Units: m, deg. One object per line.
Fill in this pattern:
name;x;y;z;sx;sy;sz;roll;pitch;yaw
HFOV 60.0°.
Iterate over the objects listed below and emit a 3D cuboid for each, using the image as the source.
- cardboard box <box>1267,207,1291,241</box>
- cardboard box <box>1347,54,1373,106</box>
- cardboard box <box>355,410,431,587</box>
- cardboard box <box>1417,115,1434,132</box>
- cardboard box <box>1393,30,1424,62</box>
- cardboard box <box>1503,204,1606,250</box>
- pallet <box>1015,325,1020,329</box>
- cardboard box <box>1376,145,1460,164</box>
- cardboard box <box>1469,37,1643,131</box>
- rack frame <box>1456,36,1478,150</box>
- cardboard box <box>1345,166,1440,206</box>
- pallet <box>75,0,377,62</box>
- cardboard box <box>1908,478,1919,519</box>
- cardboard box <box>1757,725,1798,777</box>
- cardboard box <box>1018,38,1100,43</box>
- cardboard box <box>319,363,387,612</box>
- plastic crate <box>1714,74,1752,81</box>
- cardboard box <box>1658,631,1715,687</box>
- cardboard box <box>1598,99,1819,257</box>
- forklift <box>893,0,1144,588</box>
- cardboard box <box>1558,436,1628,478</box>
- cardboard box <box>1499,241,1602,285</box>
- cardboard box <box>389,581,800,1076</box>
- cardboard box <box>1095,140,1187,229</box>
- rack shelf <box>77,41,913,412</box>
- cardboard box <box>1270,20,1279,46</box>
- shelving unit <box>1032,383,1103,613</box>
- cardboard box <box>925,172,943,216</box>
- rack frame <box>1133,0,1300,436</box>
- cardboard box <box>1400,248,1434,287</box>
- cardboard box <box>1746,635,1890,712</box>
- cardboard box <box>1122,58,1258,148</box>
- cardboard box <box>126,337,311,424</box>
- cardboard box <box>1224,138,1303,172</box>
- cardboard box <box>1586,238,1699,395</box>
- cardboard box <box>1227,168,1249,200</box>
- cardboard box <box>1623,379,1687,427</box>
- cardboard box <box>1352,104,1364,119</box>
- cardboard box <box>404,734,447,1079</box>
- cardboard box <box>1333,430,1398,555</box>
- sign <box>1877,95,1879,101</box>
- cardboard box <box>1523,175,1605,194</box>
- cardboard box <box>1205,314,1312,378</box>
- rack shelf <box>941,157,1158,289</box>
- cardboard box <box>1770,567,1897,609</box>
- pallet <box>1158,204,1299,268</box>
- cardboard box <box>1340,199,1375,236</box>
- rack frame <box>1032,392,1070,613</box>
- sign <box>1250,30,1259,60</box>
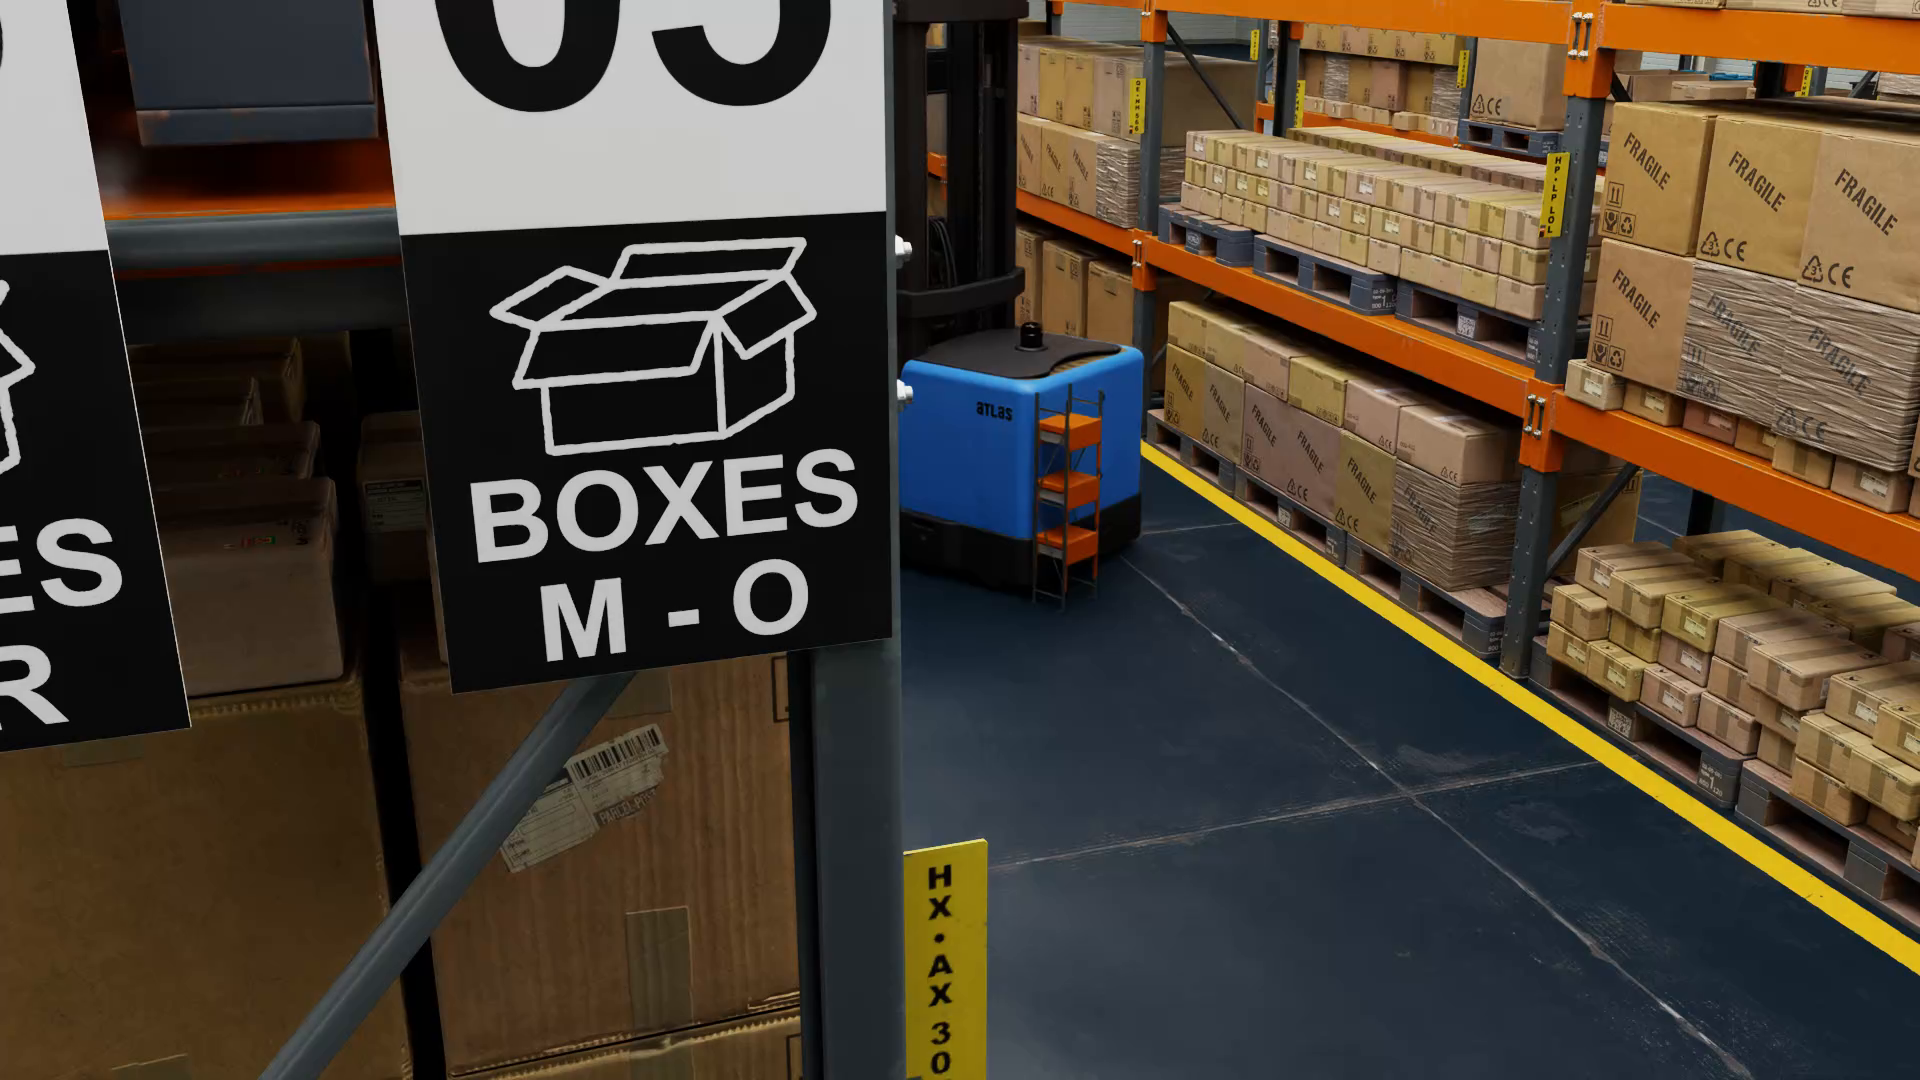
cardboard box;1.895;-1.724;9.029;0.380;0.149;0.250;-6;21;-15
cardboard box;4.511;-4.749;17.112;0.875;0.500;0.500;-6;21;-17
cardboard box;-0.547;-0.071;2.090;0.380;0.149;0.250;-6;21;-16
cardboard box;4.650;-4.019;16.041;0.380;0.149;0.250;-6;21;-17
cardboard box;4.527;-4.865;15.957;0.500;0.500;0.500;-6;21;-17
cardboard box;2.550;-1.338;7.073;0.380;0.149;0.250;-5;20;-15
pallet;1.049;-1.493;12.761;1.003;0.211;1.213;-6;21;-17
cardboard box;2.511;-2.076;9.130;0.380;0.149;0.250;-6;21;-17
cardboard box;5.205;-4.142;14.502;1.000;1.000;1.000;-6;21;-17
rack frame;5.088;-3.932;15.426;1.000;3.000;0.127;-6;21;-17
cardboard box;2.142;-1.756;8.238;0.380;0.149;0.250;-7;21;-20
pallet;-1.179;-1.027;3.033;1.003;0.211;1.213;-6;21;-17
cardboard box;3.229;-0.128;5.206;0.380;0.149;0.250;-6;21;-15
cardboard box;3.127;0.743;6.006;0.380;0.149;0.250;-7;21;-20
cardboard box;0.673;-3.631;12.962;0.700;0.500;0.500;-7;21;-18
cardboard box;-1.270;0.001;2.849;0.500;0.500;0.500;-6;21;-17
plastic crate;9.173;-5.334;19.549;0.499;0.251;0.408;-6;21;-17
cardboard box;2.948;0.430;6.437;0.380;0.149;0.250;-7;21;-18
cardboard box;2.772;-1.357;6.190;0.500;0.500;0.500;-6;21;-16
forklift;-0.511;-1.533;8.850;3.031;2.935;1.130;15;25;36
cardboard box;2.880;-0.509;7.865;0.500;0.250;0.500;-7;21;-20
cardboard box;2.549;-1.196;7.120;0.380;0.149;0.250;-6;21;-16
cardboard box;-0.429;0.270;2.100;0.500;0.500;0.500;-7;21;-18
cardboard box;1.208;-2.317;10.781;0.500;0.500;0.500;-6;21;-17
rack shelf;-1.177;-0.743;3.175;1.077;0.370;4.000;-6;21;-17
cardboard box;3.745;-5.668;18.191;0.500;0.500;0.500;-6;21;-17
shelving unit;0.508;-0.197;7.913;0.215;1.050;0.252;17;26;40
cardboard box;0.216;-2.844;14.920;0.875;0.875;0.875;-6;21;-16
rack frame;1.605;-2.154;10.475;1.000;3.000;0.127;-6;21;-17
cardboard box;2.312;-1.300;7.848;0.380;0.149;0.250;-7;21;-20
cardboard box;3.036;0.469;5.890;0.380;0.149;0.250;-6;21;-16
cardboard box;1.473;-2.816;10.693;0.700;0.500;0.500;-7;21;-17
cardboard box;-1.155;-0.183;2.402;0.380;0.149;0.250;-6;21;-16
cardboard box;1.726;-2.179;9.416;0.380;0.149;0.250;-7;21;-18
cardboard box;2.778;-0.871;6.317;0.500;0.500;0.500;-7;21;-18
cardboard box;1.740;-2.025;9.426;0.380;0.149;0.250;-7;21;-19
cardboard box;2.792;-0.551;6.385;0.380;0.149;0.250;-6;21;-16
cardboard box;4.278;-4.423;17.164;0.380;0.149;0.250;-6;21;-17
cardboard box;-0.612;0.581;2.714;0.500;0.500;0.500;-7;21;-18
cardboard box;2.229;-0.267;8.298;0.500;0.500;0.500;-7;21;-18
sign;9.264;-4.534;16.691;0.100;0.325;0.005;-6;21;-17
cardboard box;2.927;-1.657;7.961;0.380;0.149;0.250;-7;21;-18
cardboard box;1.751;-1.118;9.559;0.500;0.250;0.500;-7;21;-18
rack shelf;0.976;-2.457;12.384;1.077;0.370;4.000;-6;21;-17
cardboard box;3.424;0.237;6.534;0.380;0.149;0.250;-7;21;-18
pallet;1.930;-1.846;9.903;1.213;0.211;1.003;-6;21;-17
cardboard box;2.132;-1.619;8.297;0.380;0.149;0.250;-6;21;-17
rack frame;0.425;-0.167;7.828;0.200;1.050;0.008;17;26;40
sign;3.316;-5.565;18.693;0.100;0.325;0.005;-6;21;-17
